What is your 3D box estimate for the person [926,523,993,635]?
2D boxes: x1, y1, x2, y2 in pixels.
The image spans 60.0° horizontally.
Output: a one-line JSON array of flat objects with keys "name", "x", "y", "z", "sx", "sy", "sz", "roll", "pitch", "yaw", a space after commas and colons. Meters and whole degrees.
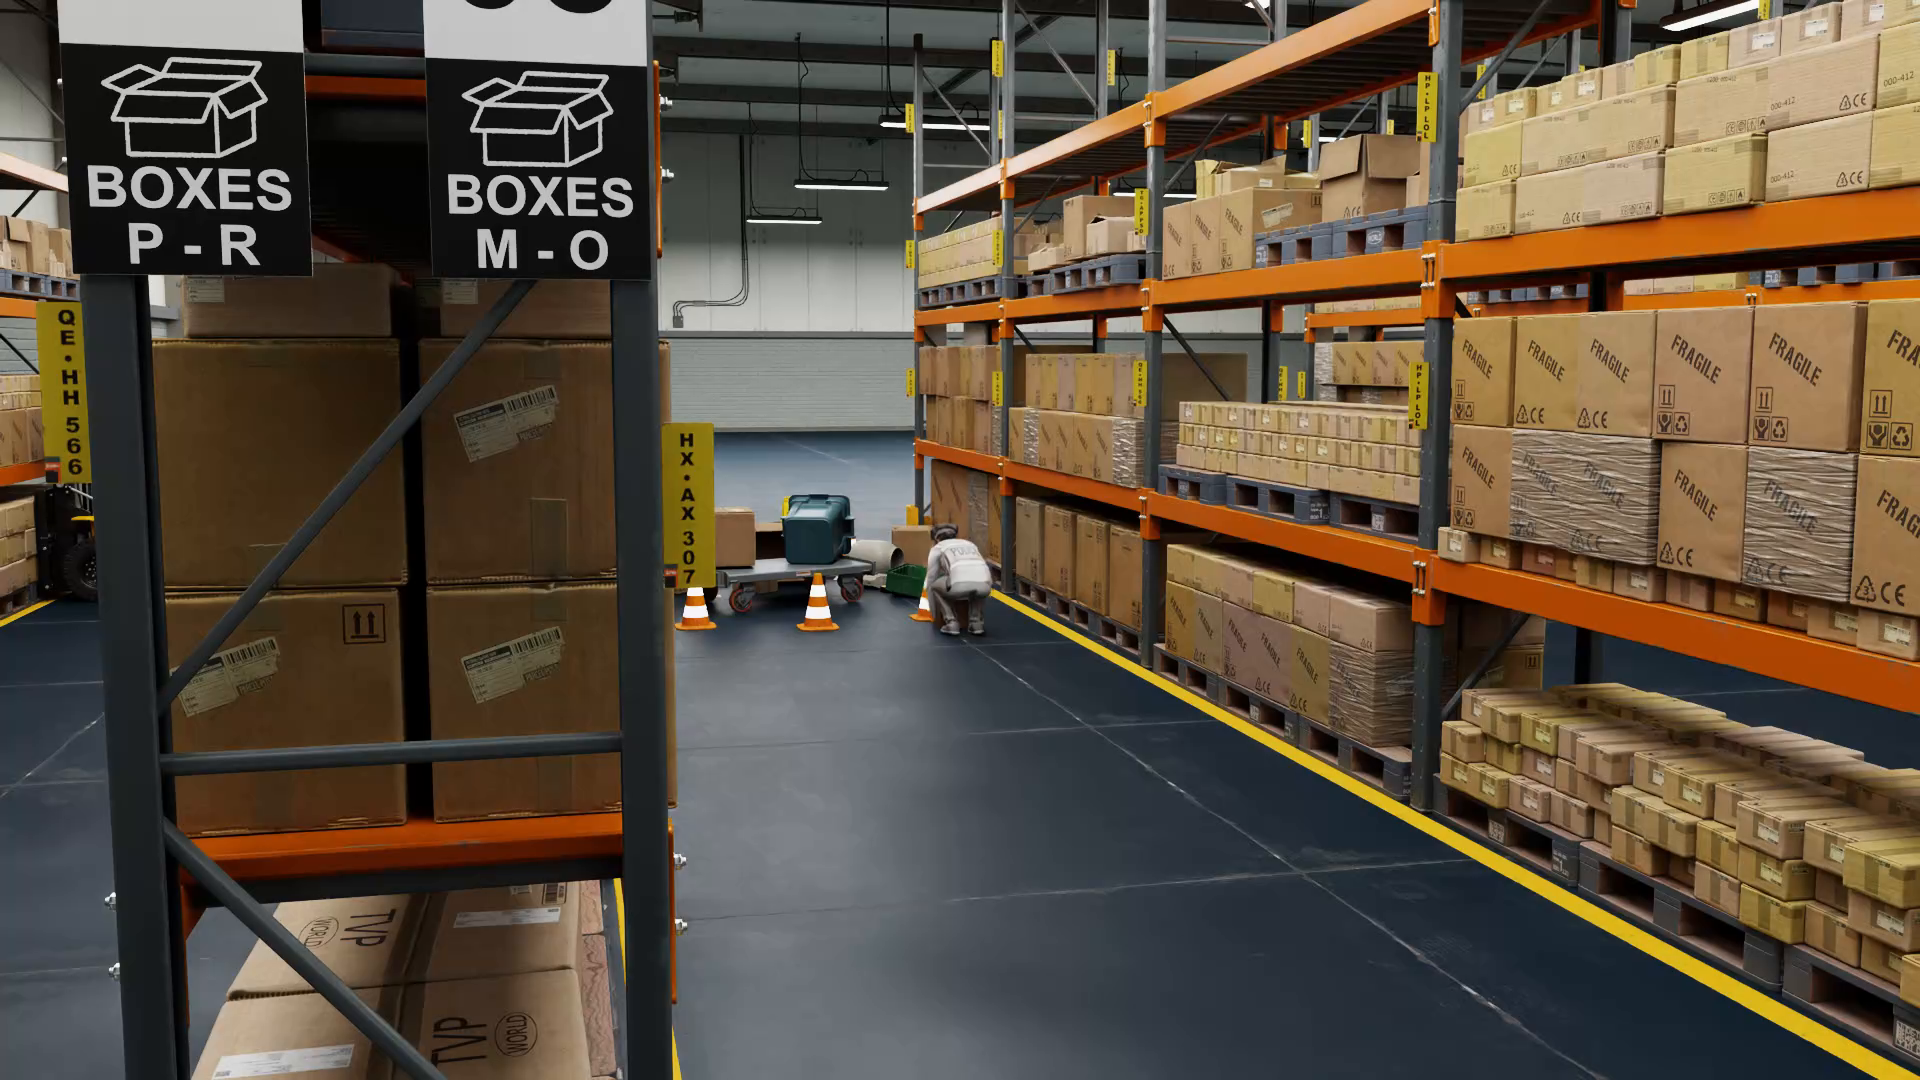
[{"name": "person", "x": -0.017, "y": 0.328, "z": 13.788, "sx": 0.483, "sy": 0.890, "sz": 0.853, "roll": -2, "pitch": 6, "yaw": -14}]
